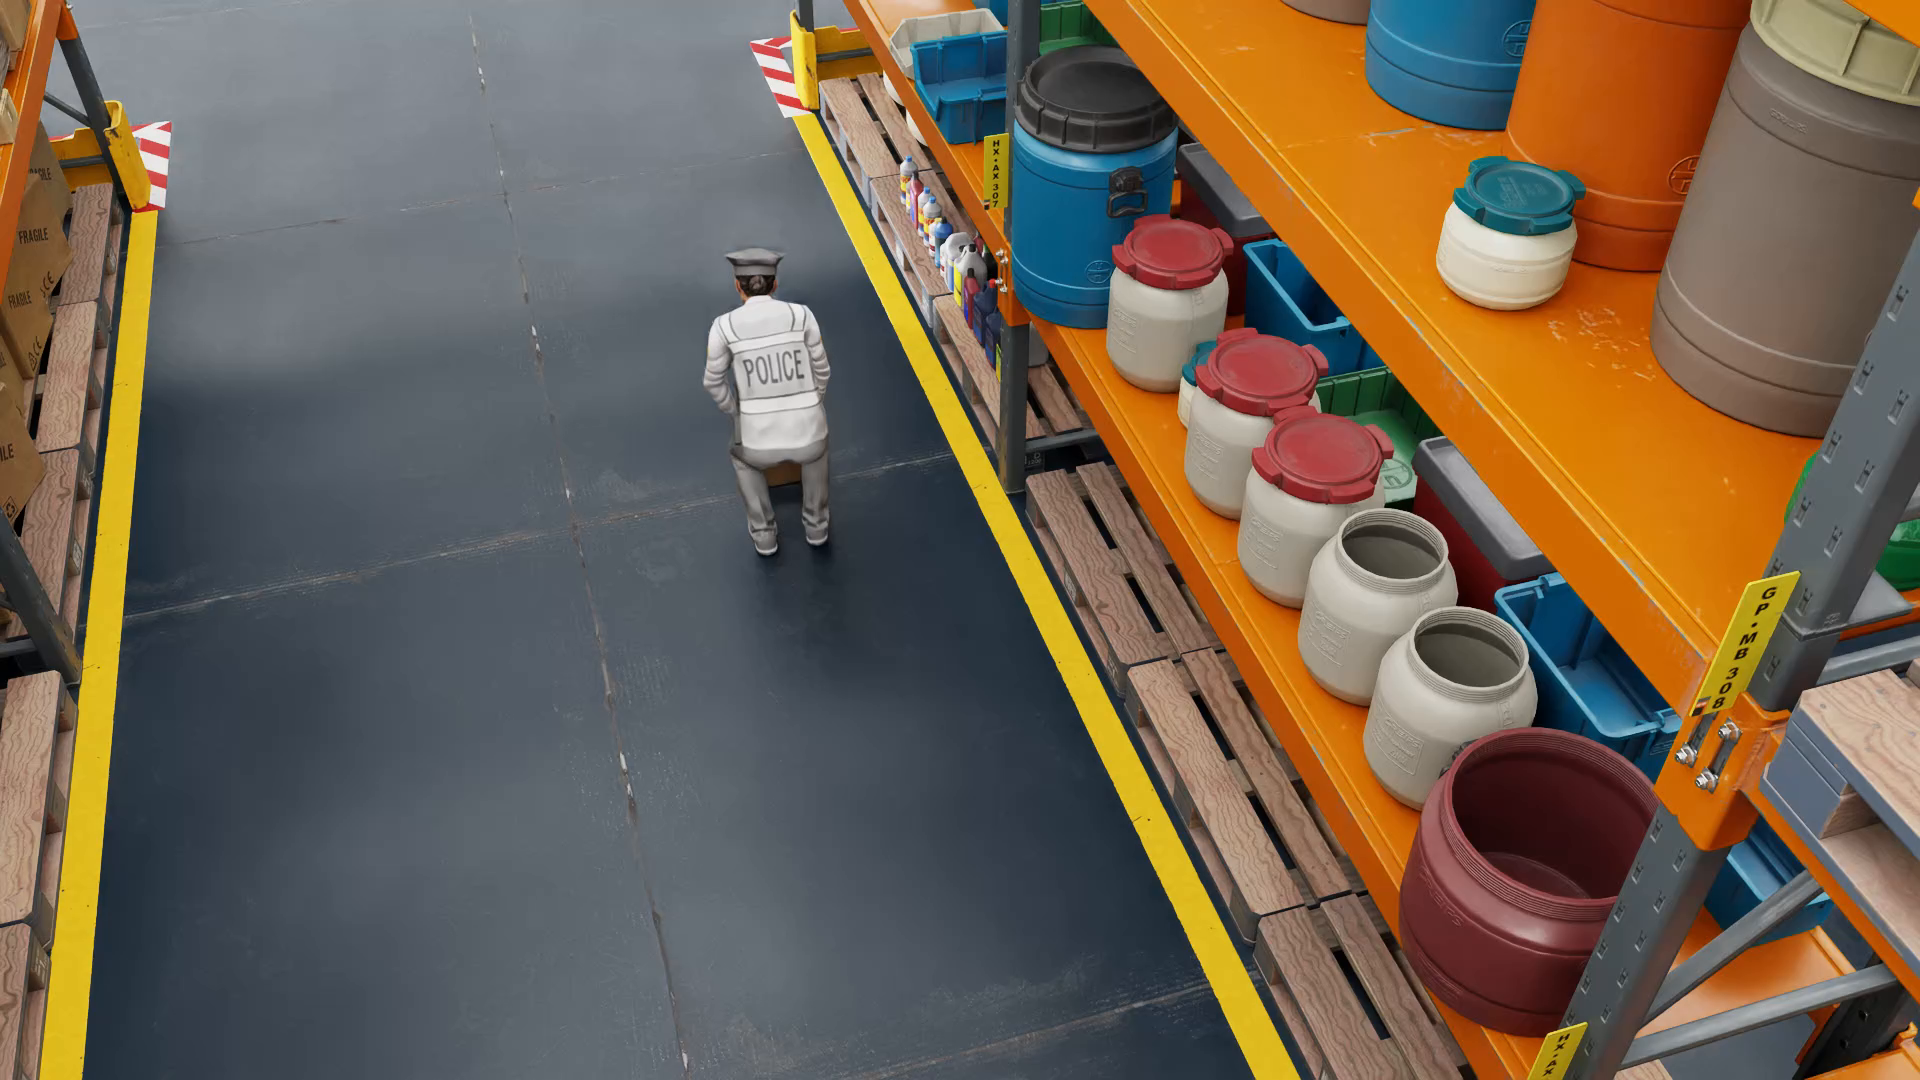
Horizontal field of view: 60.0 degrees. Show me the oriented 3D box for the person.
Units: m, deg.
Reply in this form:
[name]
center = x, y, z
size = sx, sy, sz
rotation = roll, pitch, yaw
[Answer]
[person]
center = -0.800, -0.551, 7.023
size = 0.534, 1.320, 0.739
rotation = -6, 43, -6
